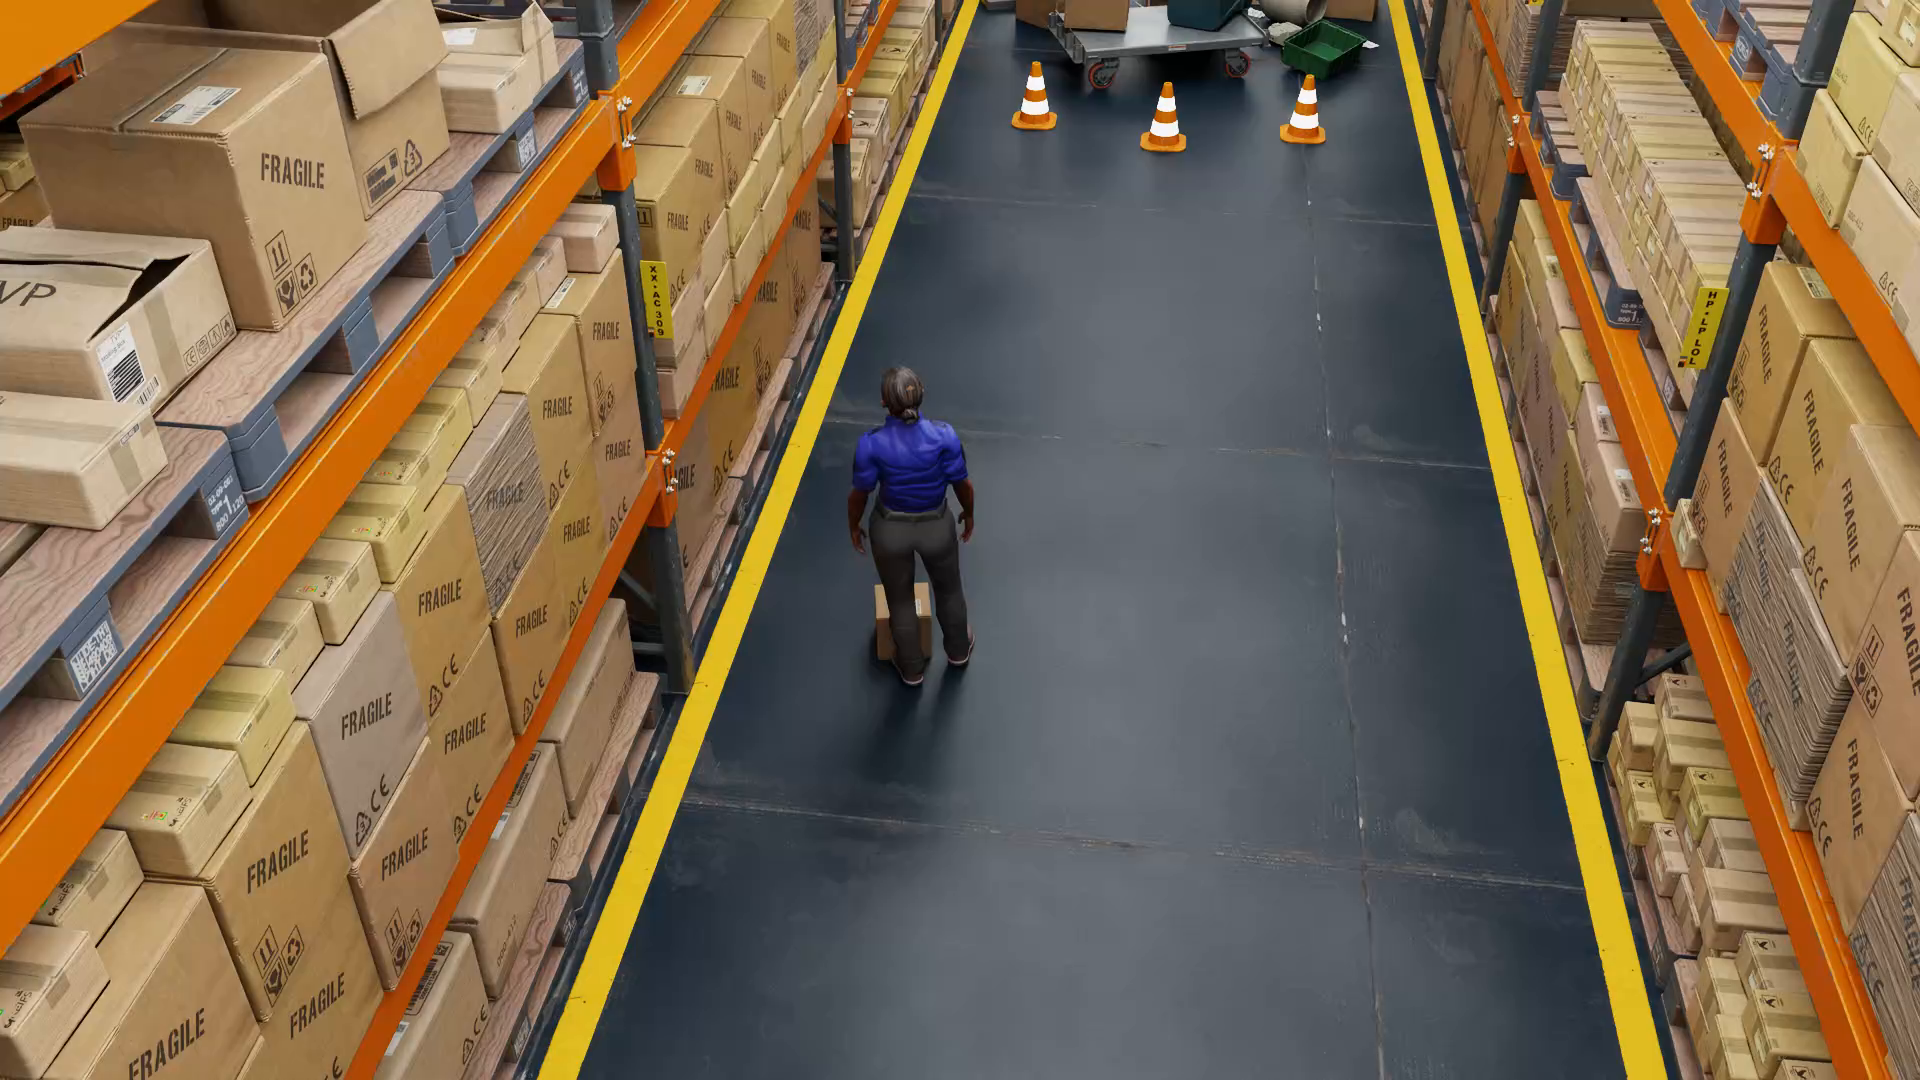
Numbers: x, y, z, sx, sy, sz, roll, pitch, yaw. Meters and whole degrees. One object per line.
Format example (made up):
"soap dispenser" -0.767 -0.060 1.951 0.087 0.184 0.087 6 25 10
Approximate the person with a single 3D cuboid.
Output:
"person" -0.197 -0.086 7.146 0.570 1.656 0.503 -4 37 -5
